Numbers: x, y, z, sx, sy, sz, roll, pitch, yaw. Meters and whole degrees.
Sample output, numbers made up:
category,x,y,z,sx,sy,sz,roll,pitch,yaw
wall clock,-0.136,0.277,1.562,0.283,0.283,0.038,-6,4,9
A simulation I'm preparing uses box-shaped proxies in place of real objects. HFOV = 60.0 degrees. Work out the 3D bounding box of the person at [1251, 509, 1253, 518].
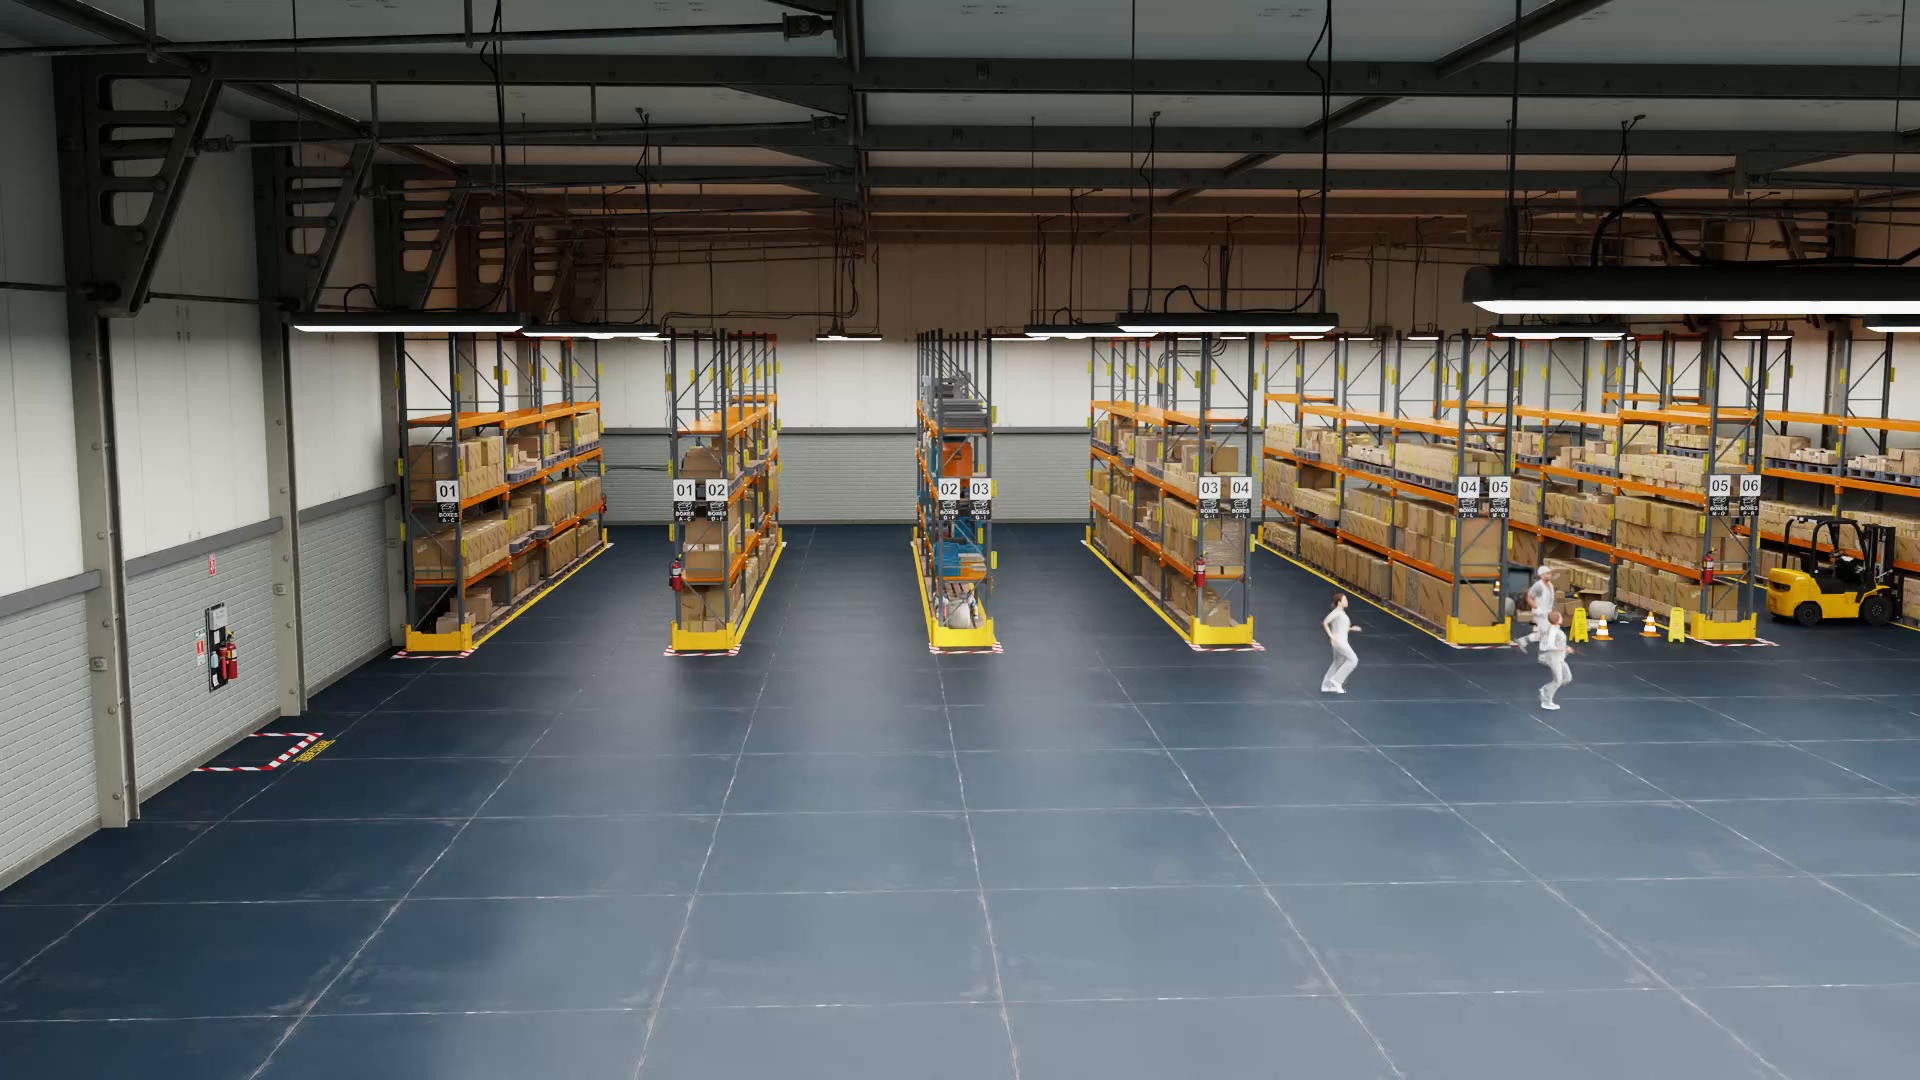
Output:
category,x,y,z,sx,sy,sz,roll,pitch,yaw
person,7.616,-0.389,45.061,0.564,1.575,0.845,-1,7,-10

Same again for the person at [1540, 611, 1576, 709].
category,x,y,z,sx,sy,sz,roll,pitch,yaw
person,9.376,1.881,26.048,0.536,1.556,0.526,4,8,30

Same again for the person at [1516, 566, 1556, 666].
category,x,y,z,sx,sy,sz,roll,pitch,yaw
person,10.367,1.339,29.872,0.660,1.788,0.761,-6,9,-43

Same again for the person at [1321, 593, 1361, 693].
category,x,y,z,sx,sy,sz,roll,pitch,yaw
person,6.244,1.691,27.215,0.613,1.630,0.552,2,7,19
